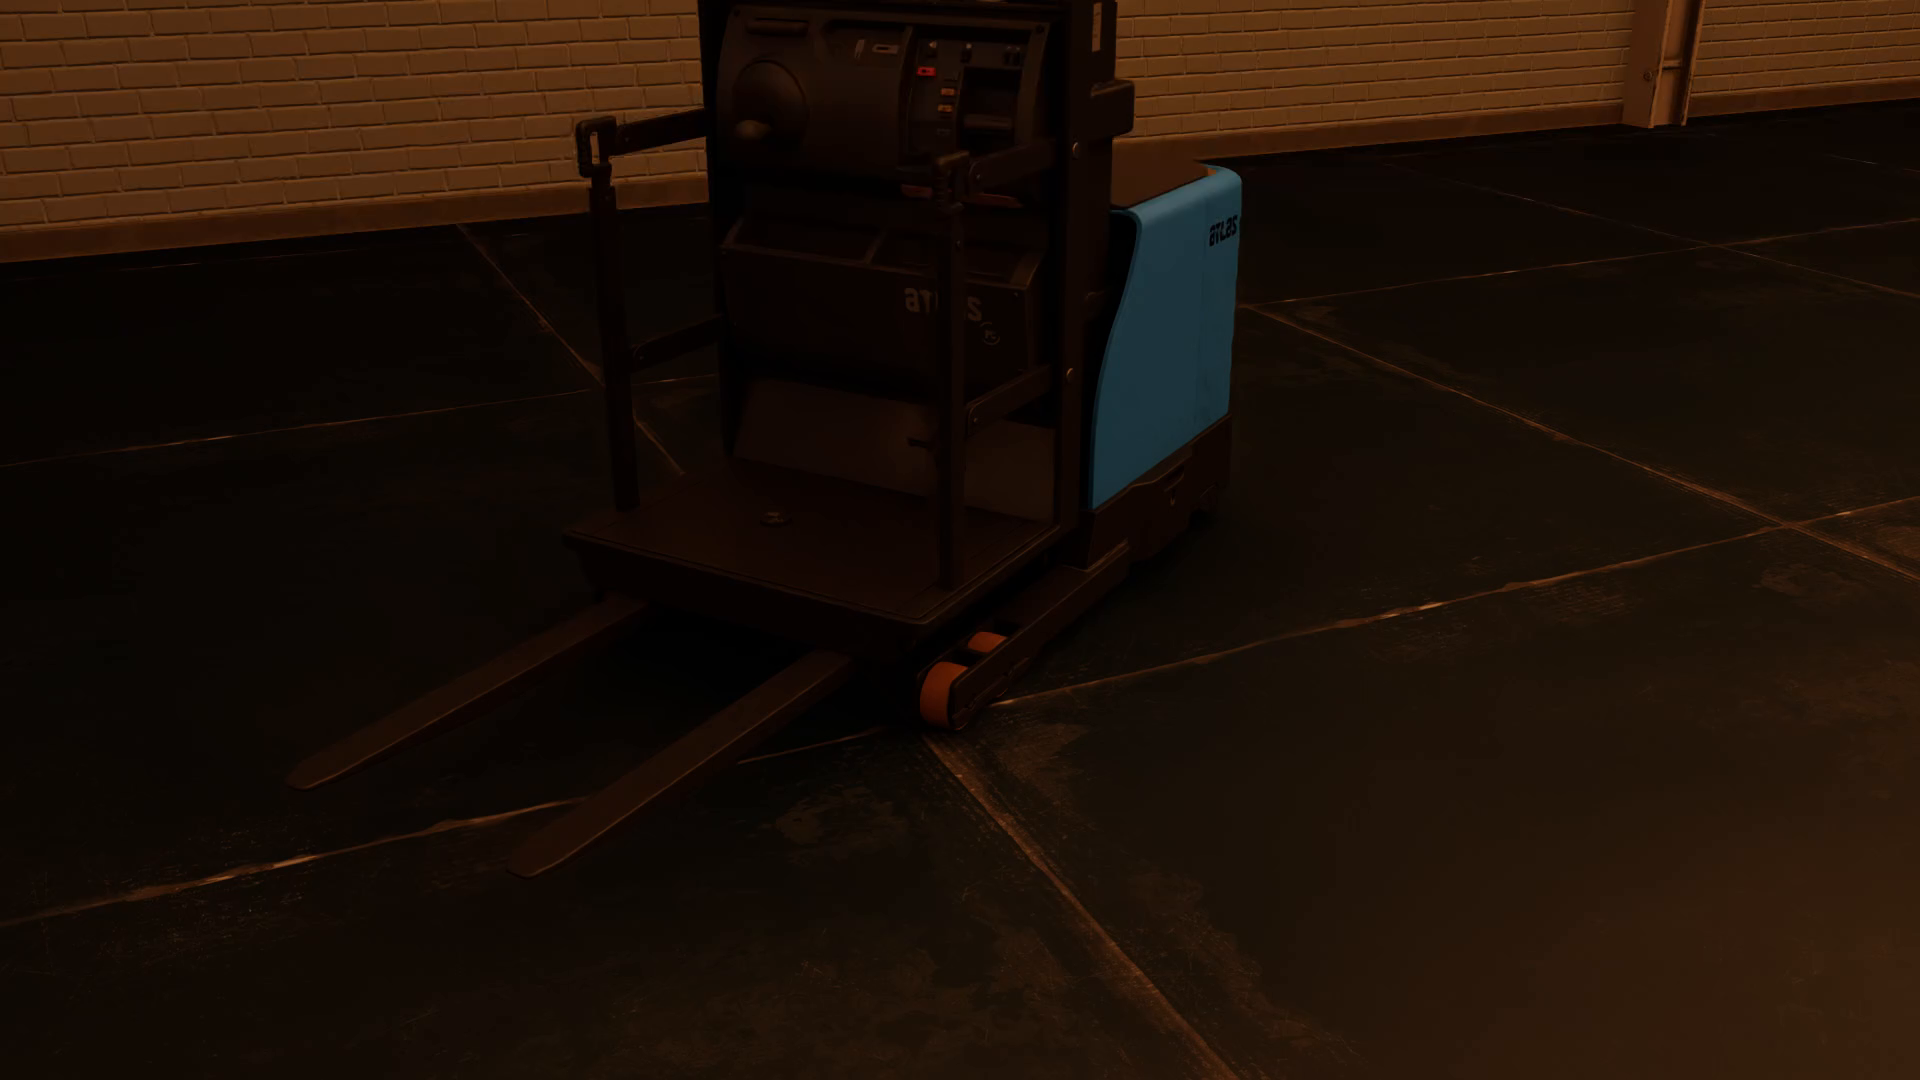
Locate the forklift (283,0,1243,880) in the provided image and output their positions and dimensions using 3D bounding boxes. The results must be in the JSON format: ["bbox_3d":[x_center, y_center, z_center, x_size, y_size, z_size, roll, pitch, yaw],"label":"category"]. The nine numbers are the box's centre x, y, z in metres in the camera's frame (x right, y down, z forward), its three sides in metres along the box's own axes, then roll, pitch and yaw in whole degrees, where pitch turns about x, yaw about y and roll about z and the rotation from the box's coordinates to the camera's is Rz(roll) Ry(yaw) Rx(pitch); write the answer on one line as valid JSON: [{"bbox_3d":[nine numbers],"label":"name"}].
[{"bbox_3d":[-0.313,-1.095,3.923,1.130,2.935,3.031,13,26,28],"label":"forklift"}]
